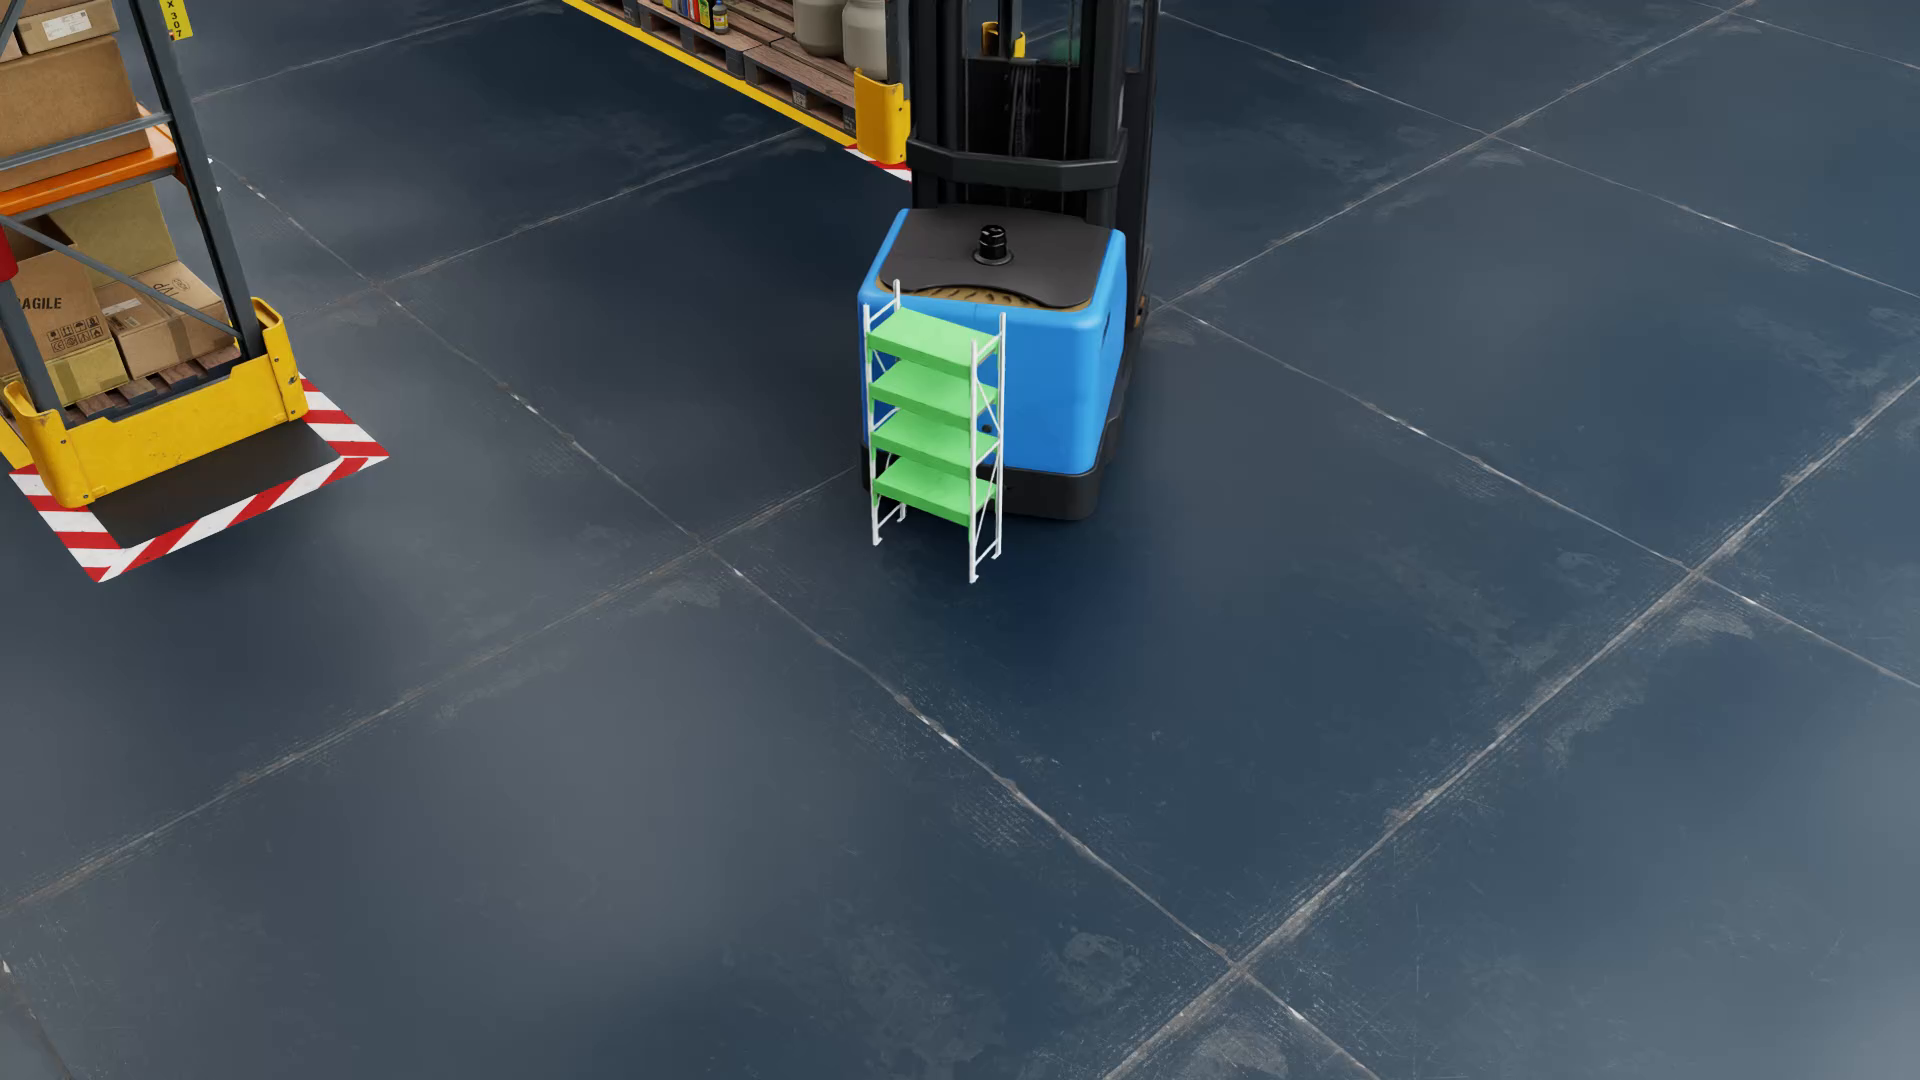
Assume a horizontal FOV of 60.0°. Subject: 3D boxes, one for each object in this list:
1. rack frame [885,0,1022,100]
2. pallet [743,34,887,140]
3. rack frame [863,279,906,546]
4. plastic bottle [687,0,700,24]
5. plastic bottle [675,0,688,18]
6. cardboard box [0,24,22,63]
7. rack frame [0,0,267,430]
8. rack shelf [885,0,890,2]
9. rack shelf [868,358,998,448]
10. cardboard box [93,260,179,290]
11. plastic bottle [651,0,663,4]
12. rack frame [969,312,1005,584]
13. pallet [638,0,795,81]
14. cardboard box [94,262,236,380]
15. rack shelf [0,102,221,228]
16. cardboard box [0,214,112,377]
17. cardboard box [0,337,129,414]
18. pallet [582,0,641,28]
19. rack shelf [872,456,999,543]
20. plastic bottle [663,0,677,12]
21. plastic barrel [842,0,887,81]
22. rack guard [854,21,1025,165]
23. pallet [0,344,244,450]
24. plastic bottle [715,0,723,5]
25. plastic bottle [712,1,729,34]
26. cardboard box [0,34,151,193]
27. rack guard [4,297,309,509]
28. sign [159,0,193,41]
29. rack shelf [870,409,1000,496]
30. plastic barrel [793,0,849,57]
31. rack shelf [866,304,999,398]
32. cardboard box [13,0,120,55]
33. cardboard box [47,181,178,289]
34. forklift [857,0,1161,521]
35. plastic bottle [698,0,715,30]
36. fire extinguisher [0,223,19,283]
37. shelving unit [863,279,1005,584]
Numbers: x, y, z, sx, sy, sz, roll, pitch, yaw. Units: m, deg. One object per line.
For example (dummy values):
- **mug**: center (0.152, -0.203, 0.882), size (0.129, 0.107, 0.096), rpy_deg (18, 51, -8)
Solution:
- **rack frame**: center (-0.028, -3.732, 9.484), size (1.000, 3.000, 0.127), rpy_deg (-30, 48, -32)
- **pallet**: center (-0.659, -3.041, 10.847), size (1.003, 0.211, 1.213), rpy_deg (-30, 48, -32)
- **rack frame**: center (-0.310, -0.506, 6.922), size (0.015, 1.200, 0.240), rpy_deg (21, 43, 24)
- **plastic bottle**: center (-1.743, -3.636, 11.182), size (0.152, 0.276, 0.135), rpy_deg (-30, 47, -31)
- **plastic bottle**: center (-1.837, -3.700, 11.261), size (0.152, 0.276, 0.135), rpy_deg (-31, 48, -33)
- **cardboard box**: center (-4.078, -2.016, 6.763), size (0.380, 0.149, 0.250), rpy_deg (-31, 48, -32)
- **rack frame**: center (-3.679, -1.629, 6.880), size (1.000, 3.000, 0.127), rpy_deg (-30, 48, -32)
- **rack shelf**: center (-1.380, -4.378, 10.856), size (1.077, 0.370, 4.000), rpy_deg (-30, 48, -32)
- **rack shelf**: center (-0.101, -0.564, 6.713), size (0.480, 0.148, 0.258), rpy_deg (21, 43, 24)
- **cardboard box**: center (-4.219, -1.295, 8.321), size (0.500, 0.250, 0.500), rpy_deg (-30, 48, -32)
- **plastic bottle**: center (-2.078, -3.890, 11.437), size (0.144, 0.351, 0.185), rpy_deg (-30, 48, -32)
- **rack frame**: center (0.108, -0.348, 6.725), size (0.015, 1.200, 0.240), rpy_deg (21, 43, 24)
- **pallet**: center (-1.480, -3.605, 11.546), size (1.003, 0.211, 1.213), rpy_deg (-30, 48, -32)
- **cardboard box**: center (-3.878, -1.065, 8.036), size (0.500, 0.250, 0.500), rpy_deg (-30, 48, -32)
- **rack shelf**: center (-5.031, -2.275, 8.252), size (1.077, 0.370, 4.000), rpy_deg (-30, 48, -32)
- **cardboard box**: center (-4.261, -1.136, 7.527), size (0.500, 0.500, 0.500), rpy_deg (-30, 48, -32)
- **cardboard box**: center (-4.259, -0.845, 7.763), size (0.500, 0.250, 0.500), rpy_deg (-30, 48, -32)
- **pallet**: center (-2.310, -4.170, 12.245), size (1.003, 0.211, 1.213), rpy_deg (-30, 48, -32)
- **rack shelf**: center (-0.101, -0.190, 7.014), size (0.480, 0.148, 0.258), rpy_deg (21, 43, 24)
- **plastic bottle**: center (-1.952, -3.804, 11.331), size (0.144, 0.351, 0.185), rpy_deg (-28, 47, -30)
- **plastic barrel**: center (-0.529, -3.200, 10.470), size (0.421, 0.512, 0.421), rpy_deg (0, 39, 0)
- **rack guard**: center (-0.114, -2.775, 10.288), size (1.175, 0.500, 0.348), rpy_deg (-30, 48, -32)
- **pallet**: center (-4.227, -0.880, 8.172), size (1.003, 0.211, 1.213), rpy_deg (-30, 48, -32)
- **plastic bottle**: center (-1.665, -3.684, 11.236), size (0.061, 0.283, 0.133), rpy_deg (-30, 48, -32)
- **plastic bottle**: center (-1.593, -3.478, 11.047), size (0.097, 0.201, 0.097), rpy_deg (0, 39, 0)
- **cardboard box**: center (-3.985, -1.889, 7.122), size (0.700, 0.500, 0.500), rpy_deg (-30, 48, -32)
- **rack guard**: center (-3.663, -0.645, 7.651), size (1.175, 0.500, 0.348), rpy_deg (-30, 48, -32)
- **sign**: center (-3.266, -2.230, 6.871), size (0.100, 0.325, 0.005), rpy_deg (-30, 48, -32)
- **rack shelf**: center (-0.101, -0.377, 6.864), size (0.480, 0.148, 0.258), rpy_deg (21, 43, 24)
- **plastic barrel**: center (-0.868, -3.432, 10.758), size (0.421, 0.512, 0.421), rpy_deg (0, 39, 0)
- **rack shelf**: center (-0.101, -0.750, 6.562), size (0.480, 0.148, 0.258), rpy_deg (21, 43, 24)
- **cardboard box**: center (-3.786, -2.193, 6.983), size (0.380, 0.149, 0.250), rpy_deg (-30, 48, -32)
- **cardboard box**: center (-4.217, -1.588, 8.086), size (0.500, 0.500, 0.500), rpy_deg (-30, 48, -32)
- **forklift**: center (0.367, -2.155, 7.585), size (1.130, 2.935, 3.031), rpy_deg (8, 40, 9)
- **plastic bottle**: center (-1.685, -3.557, 11.078), size (0.061, 0.283, 0.133), rpy_deg (-29, 47, -31)
- **fire extinguisher**: center (-3.941, -1.347, 6.592), size (0.296, 0.674, 0.183), rpy_deg (-30, 48, -32)
- **shelving unit**: center (-0.101, -0.427, 6.823), size (0.503, 1.200, 0.258), rpy_deg (21, 43, 24)
